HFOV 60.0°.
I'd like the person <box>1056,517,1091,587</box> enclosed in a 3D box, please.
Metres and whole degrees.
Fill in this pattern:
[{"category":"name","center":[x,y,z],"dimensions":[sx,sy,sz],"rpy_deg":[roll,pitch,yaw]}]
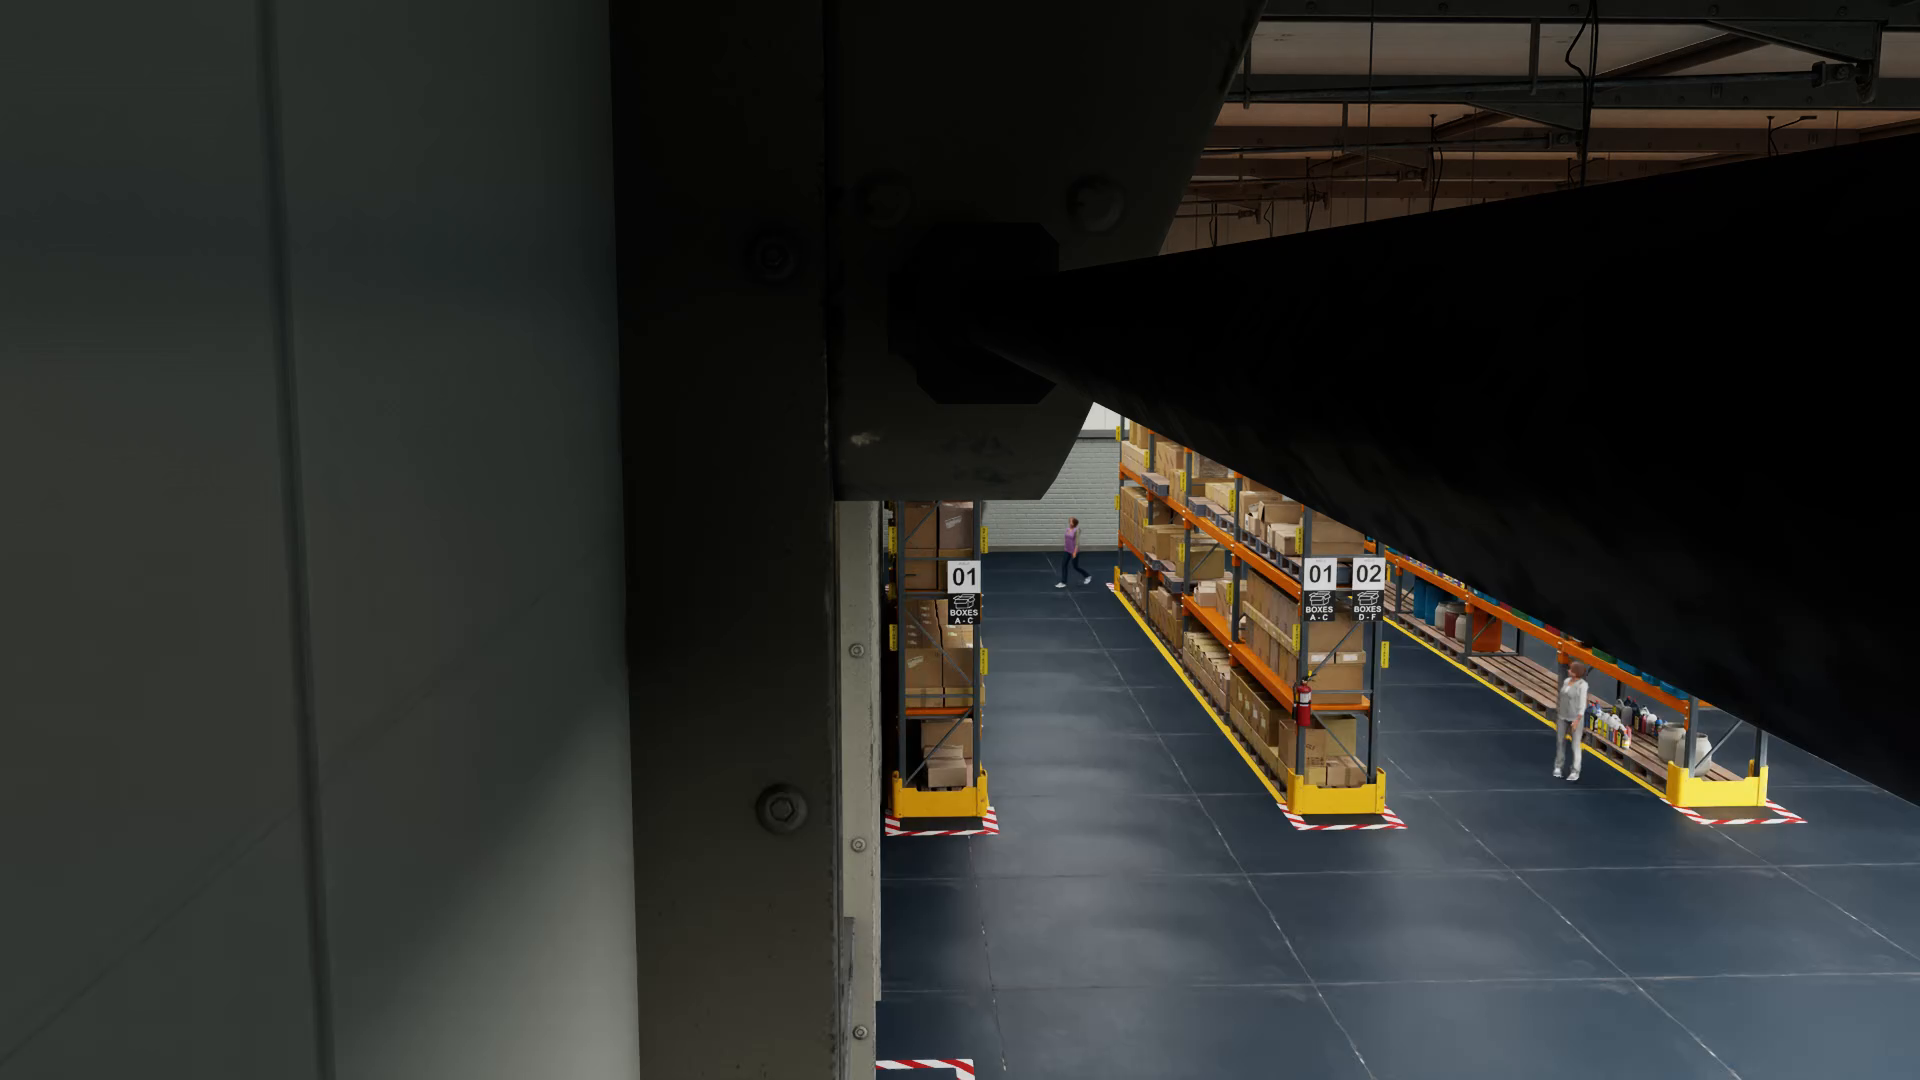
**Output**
[{"category":"person","center":[2.516,0.269,36.830],"dimensions":[0.856,1.534,0.448],"rpy_deg":[-5,10,-32]}]

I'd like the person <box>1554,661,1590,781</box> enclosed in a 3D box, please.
[{"category":"person","center":[8.089,2.391,22.035],"dimensions":[0.355,1.606,0.436],"rpy_deg":[-7,11,-40]}]
